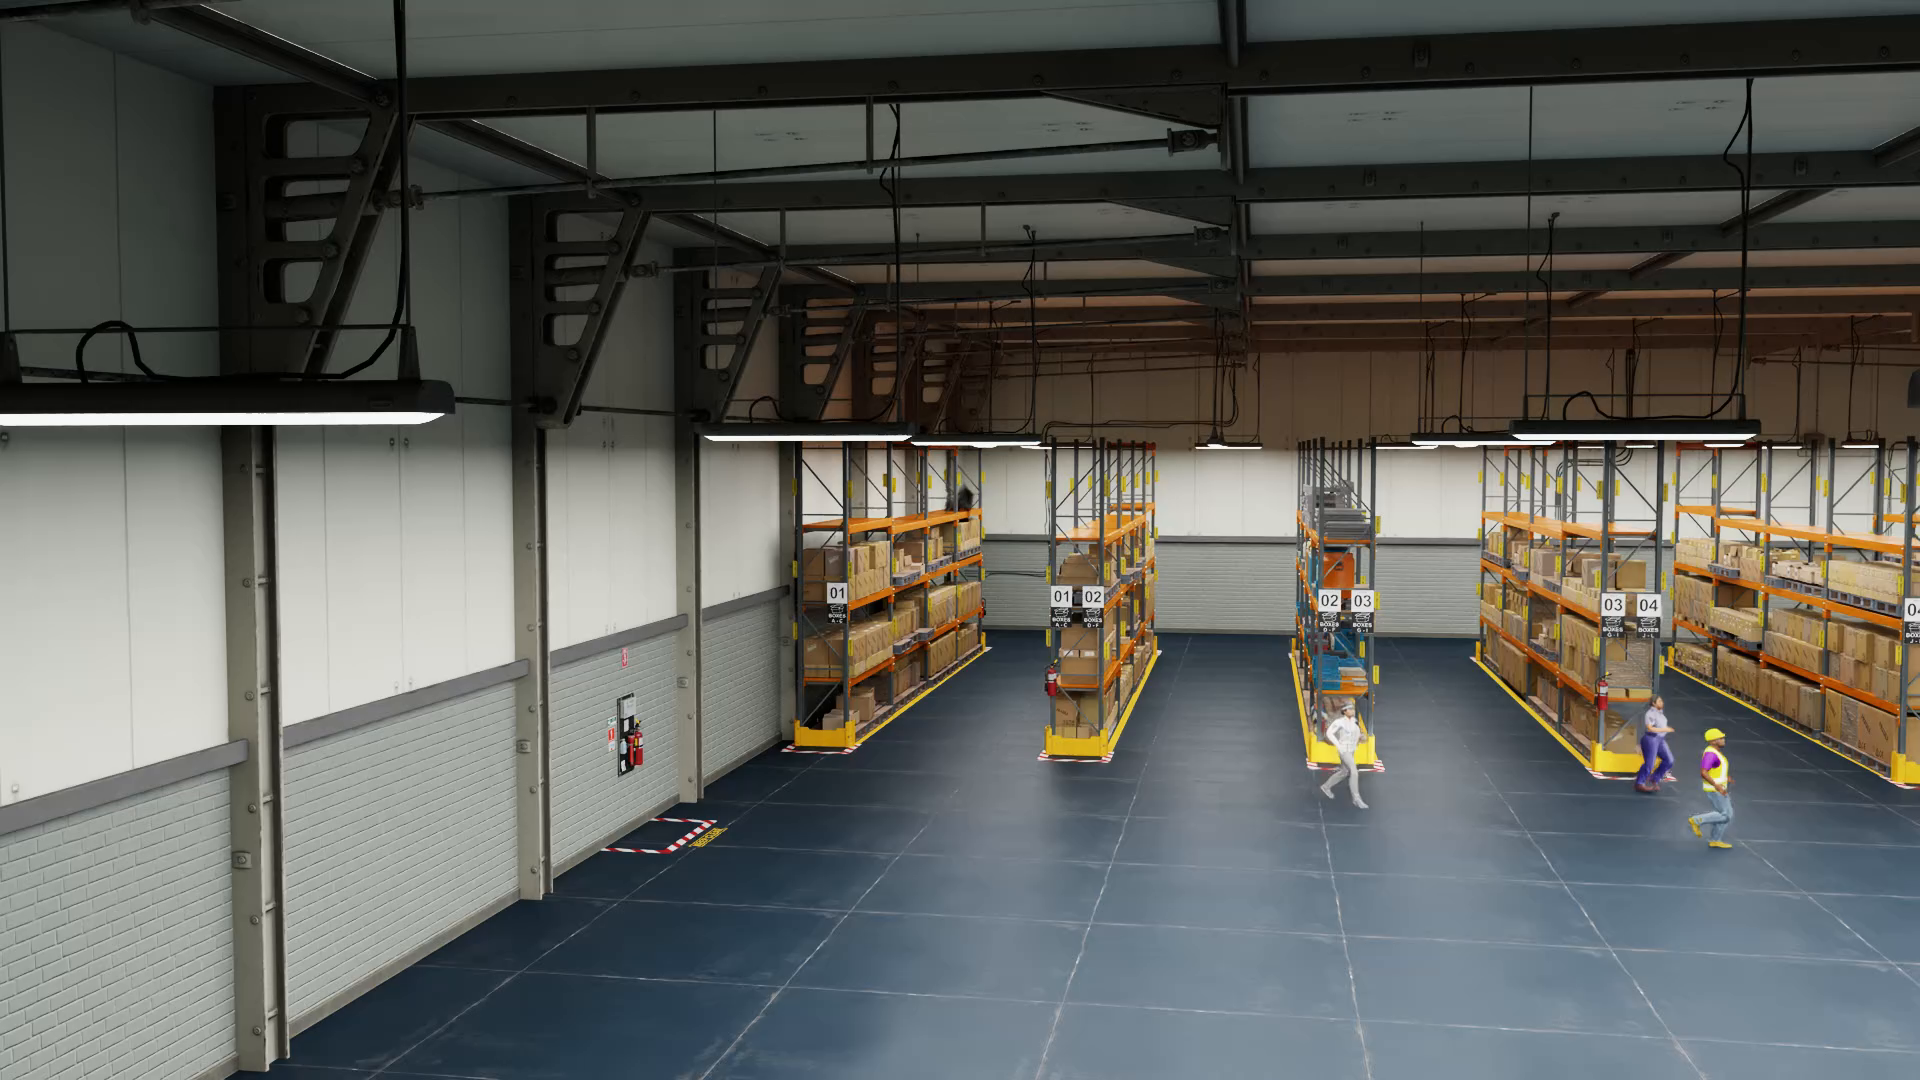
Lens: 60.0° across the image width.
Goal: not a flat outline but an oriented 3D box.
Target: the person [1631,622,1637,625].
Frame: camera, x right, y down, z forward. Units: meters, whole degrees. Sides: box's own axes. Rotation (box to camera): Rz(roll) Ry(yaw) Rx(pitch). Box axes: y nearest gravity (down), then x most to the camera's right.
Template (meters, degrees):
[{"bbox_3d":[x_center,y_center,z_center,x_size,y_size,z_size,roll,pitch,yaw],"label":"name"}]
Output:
[{"bbox_3d":[17.712,2.563,44.267,0.663,1.615,0.988,1,3,19],"label":"person"}]

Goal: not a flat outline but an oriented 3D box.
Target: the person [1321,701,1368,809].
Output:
[{"bbox_3d":[6.260,3.446,26.983,0.868,1.720,0.597,3,4,41],"label":"person"}]

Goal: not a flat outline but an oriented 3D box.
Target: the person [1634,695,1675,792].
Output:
[{"bbox_3d":[11.743,3.439,27.998,0.633,1.663,0.625,-3,4,-40],"label":"person"}]

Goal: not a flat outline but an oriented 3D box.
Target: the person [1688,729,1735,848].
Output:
[{"bbox_3d":[10.893,3.589,24.087,0.589,1.721,0.702,2,3,29],"label":"person"}]
